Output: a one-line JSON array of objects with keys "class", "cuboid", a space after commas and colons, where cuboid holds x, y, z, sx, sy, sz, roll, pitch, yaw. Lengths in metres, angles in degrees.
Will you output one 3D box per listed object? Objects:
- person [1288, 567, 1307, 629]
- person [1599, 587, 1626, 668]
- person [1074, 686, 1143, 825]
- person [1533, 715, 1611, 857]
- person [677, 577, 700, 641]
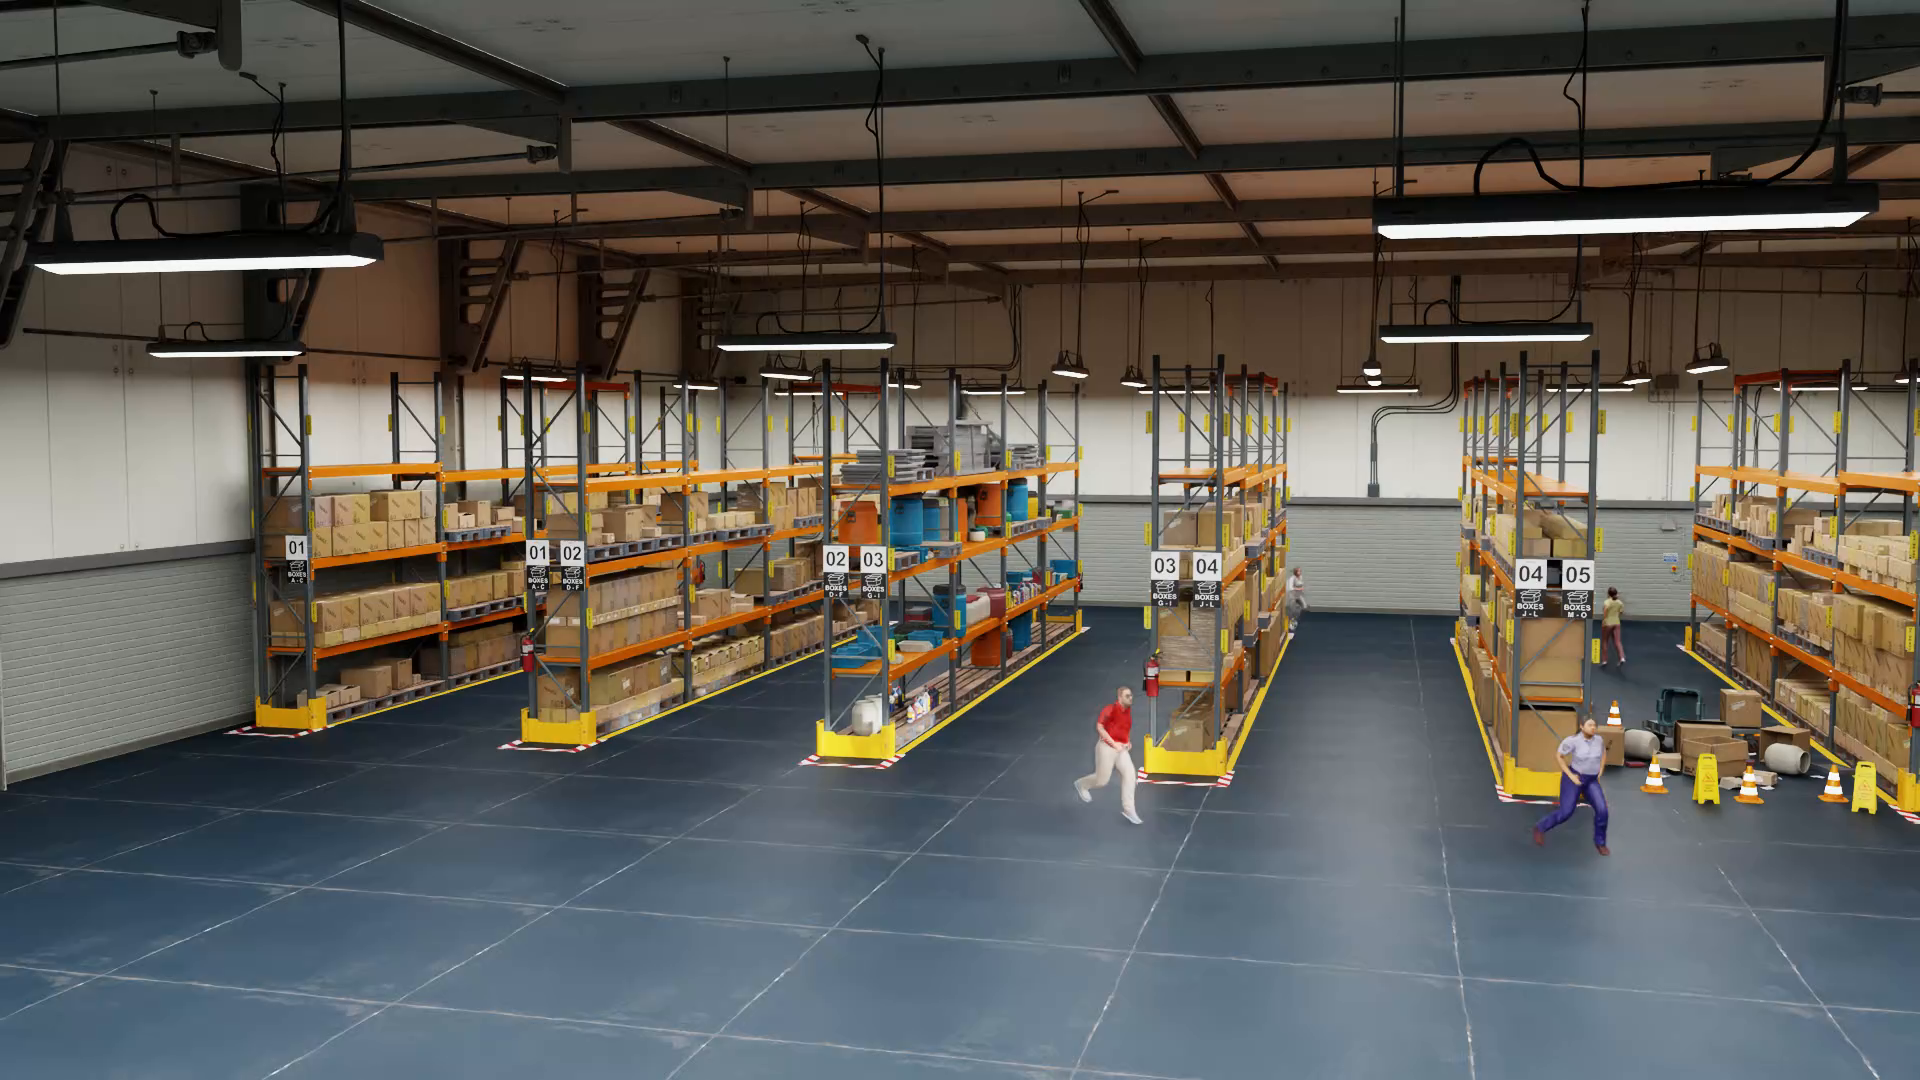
[{"class": "person", "cuboid": [8.221, 1.415, 40.534, 0.573, 1.549, 0.708, -2, 5, -30]}, {"class": "person", "cuboid": [13.345, 1.795, 34.006, 0.562, 1.678, 0.948, 0, 4, -4]}, {"class": "person", "cuboid": [1.914, 2.710, 21.212, 0.662, 1.732, 1.077, -4, 5, -44]}, {"class": "person", "cuboid": [7.252, 2.884, 19.549, 0.851, 1.632, 0.700, -1, 4, -17]}, {"class": "person", "cuboid": [-5.865, 1.771, 36.066, 0.713, 1.513, 0.683, 0, 4, 5]}]
